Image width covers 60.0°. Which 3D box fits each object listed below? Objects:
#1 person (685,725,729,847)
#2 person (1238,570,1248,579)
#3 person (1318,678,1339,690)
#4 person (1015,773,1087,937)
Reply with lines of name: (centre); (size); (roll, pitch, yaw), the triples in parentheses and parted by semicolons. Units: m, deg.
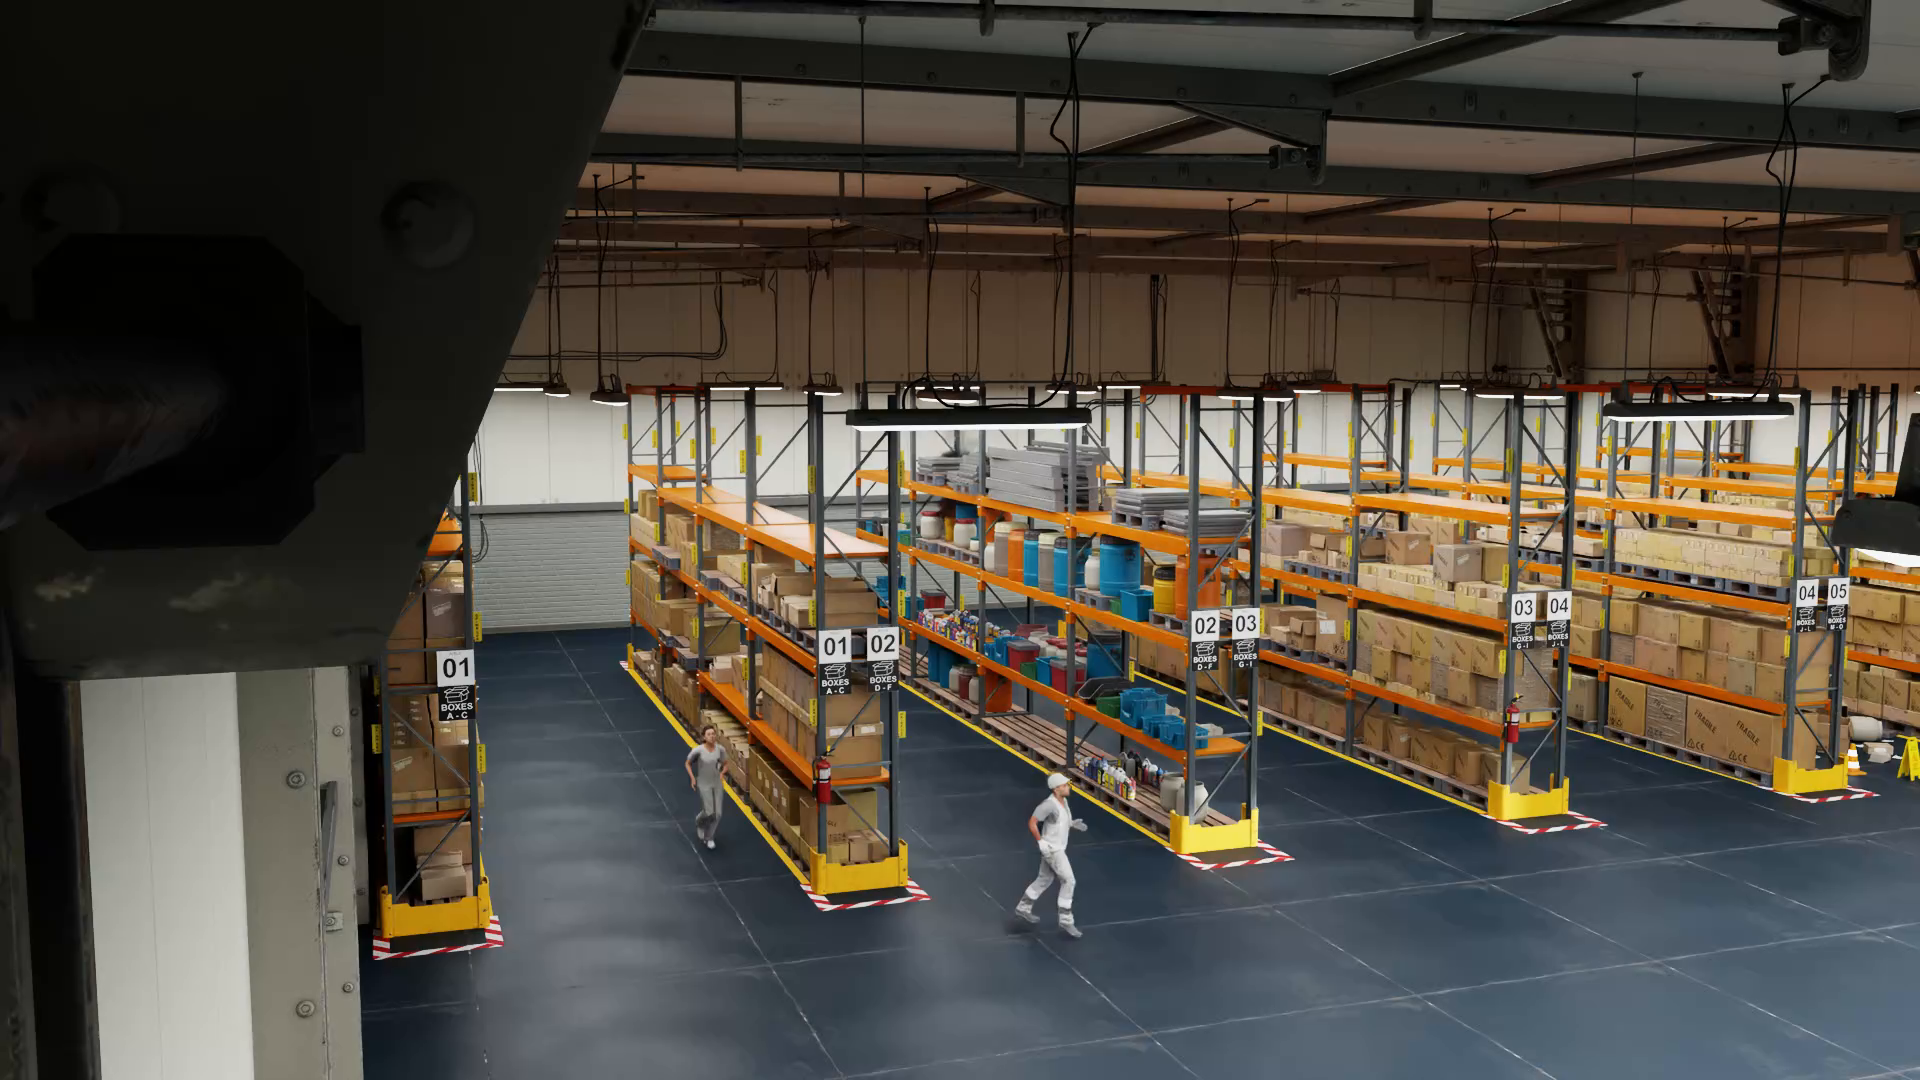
person: (-3.295, 3.259, 21.940); (0.557, 1.630, 0.553); (-3, 7, -26)
person: (6.822, 1.257, 41.020); (0.549, 1.718, 0.676); (-3, 7, -27)
person: (7.171, 2.266, 31.989); (0.538, 1.557, 0.549); (-4, 7, -31)
person: (1.016, 3.507, 18.716); (0.811, 1.834, 0.646); (1, 6, 11)
